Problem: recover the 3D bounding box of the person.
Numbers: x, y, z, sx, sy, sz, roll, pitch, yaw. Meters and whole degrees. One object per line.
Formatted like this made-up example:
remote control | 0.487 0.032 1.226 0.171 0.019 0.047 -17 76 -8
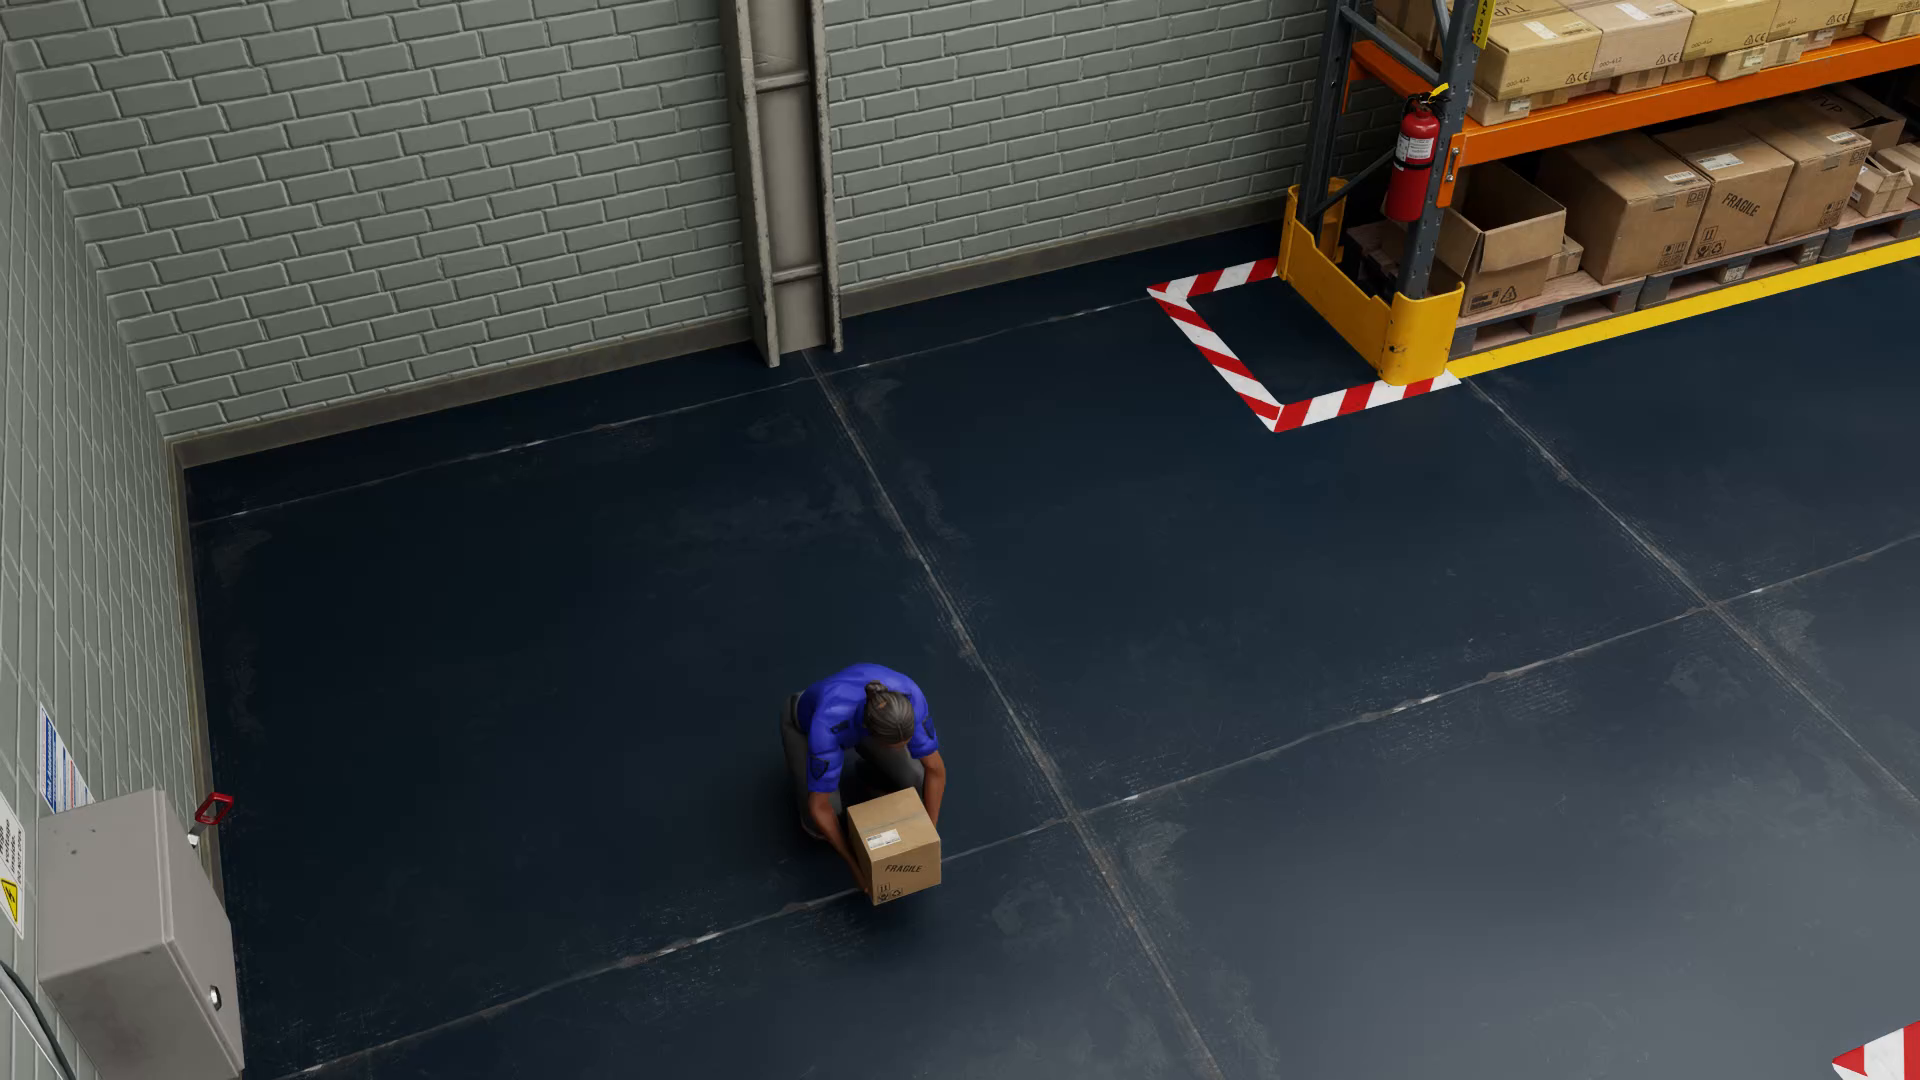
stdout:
person | -0.352 0.752 5.891 0.503 0.919 0.827 -15 44 -16
